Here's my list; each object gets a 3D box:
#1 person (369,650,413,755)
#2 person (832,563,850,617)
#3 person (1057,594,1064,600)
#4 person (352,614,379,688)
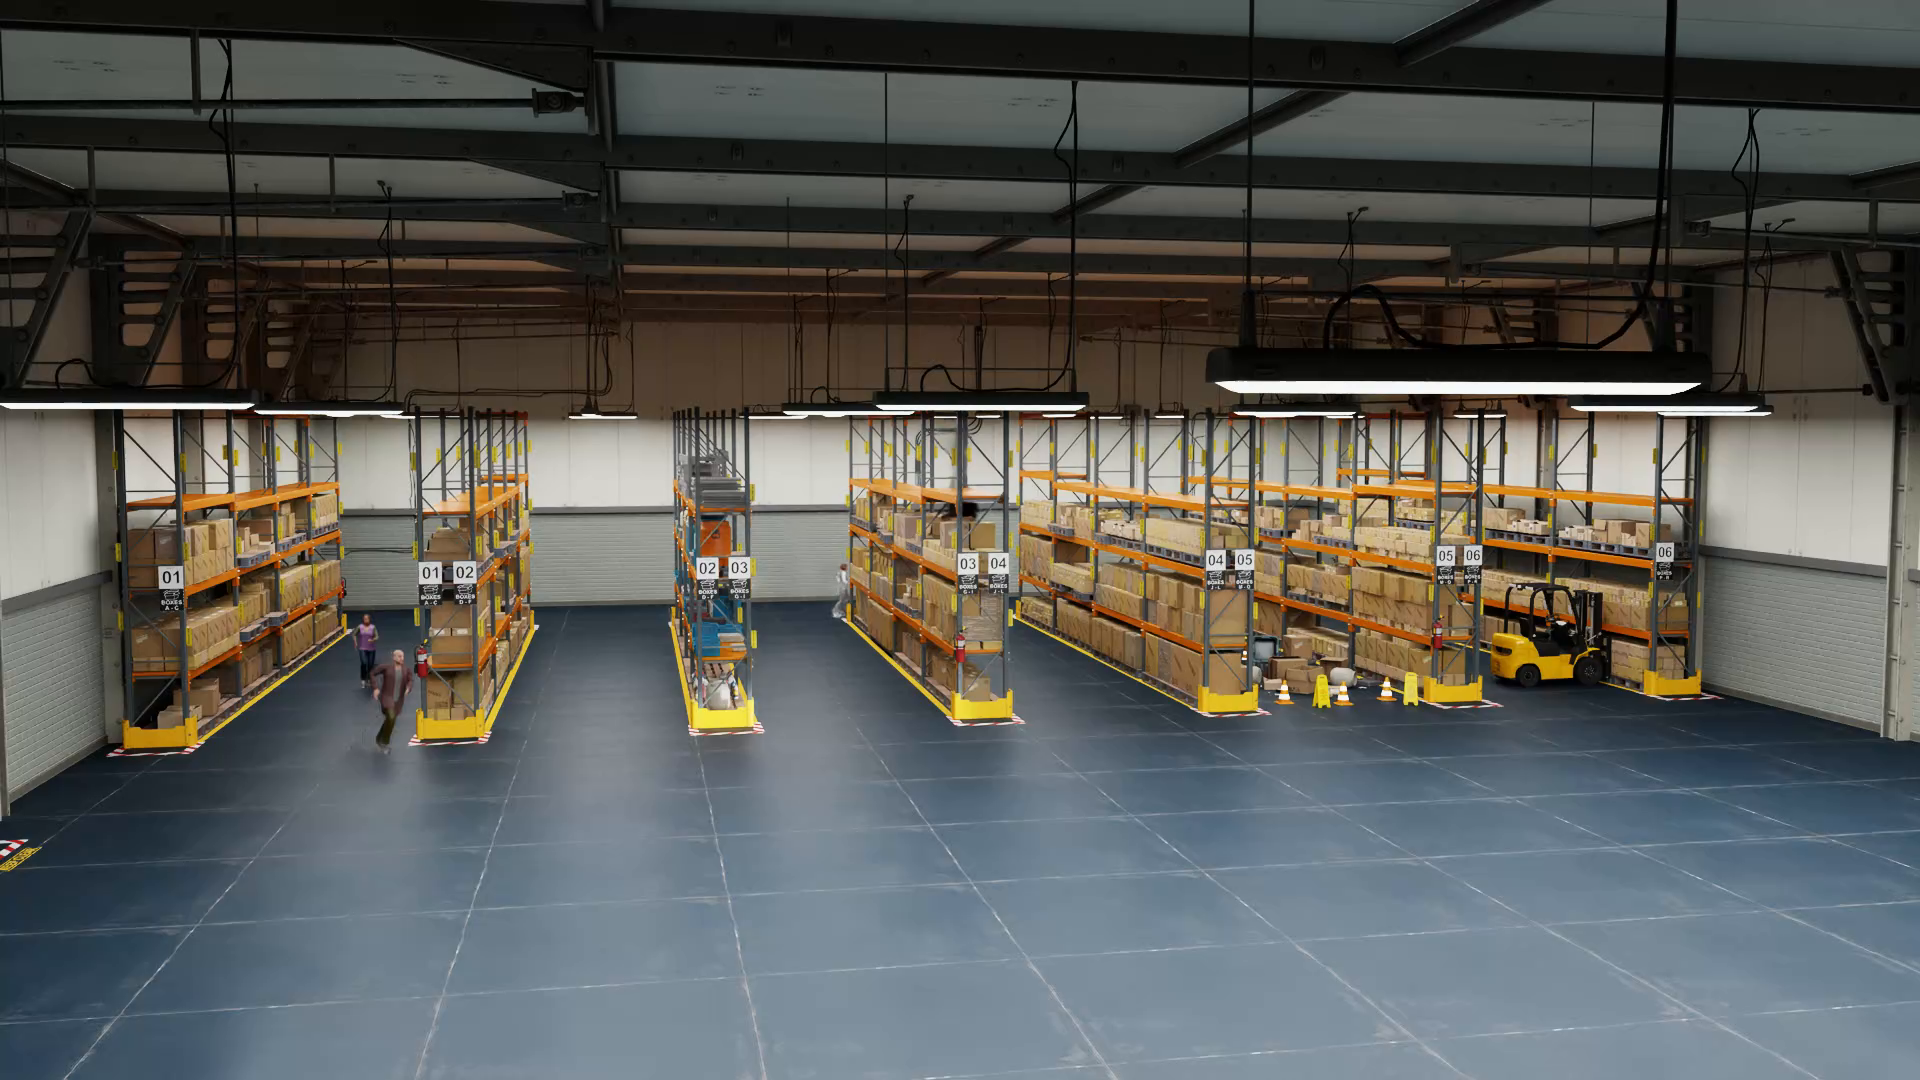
[{"bbox_3d":[-9.885,2.803,28.991,0.845,1.786,0.698,4,6,45],"label":"person"},{"bbox_3d":[-3.409,1.477,48.692,0.675,1.629,0.558,0,4,-3],"label":"person"},{"bbox_3d":[2.931,1.410,49.622,0.548,1.583,0.666,1,4,19],"label":"person"},{"bbox_3d":[-12.756,2.383,35.693,0.474,1.592,0.662,-2,5,-27],"label":"person"}]
